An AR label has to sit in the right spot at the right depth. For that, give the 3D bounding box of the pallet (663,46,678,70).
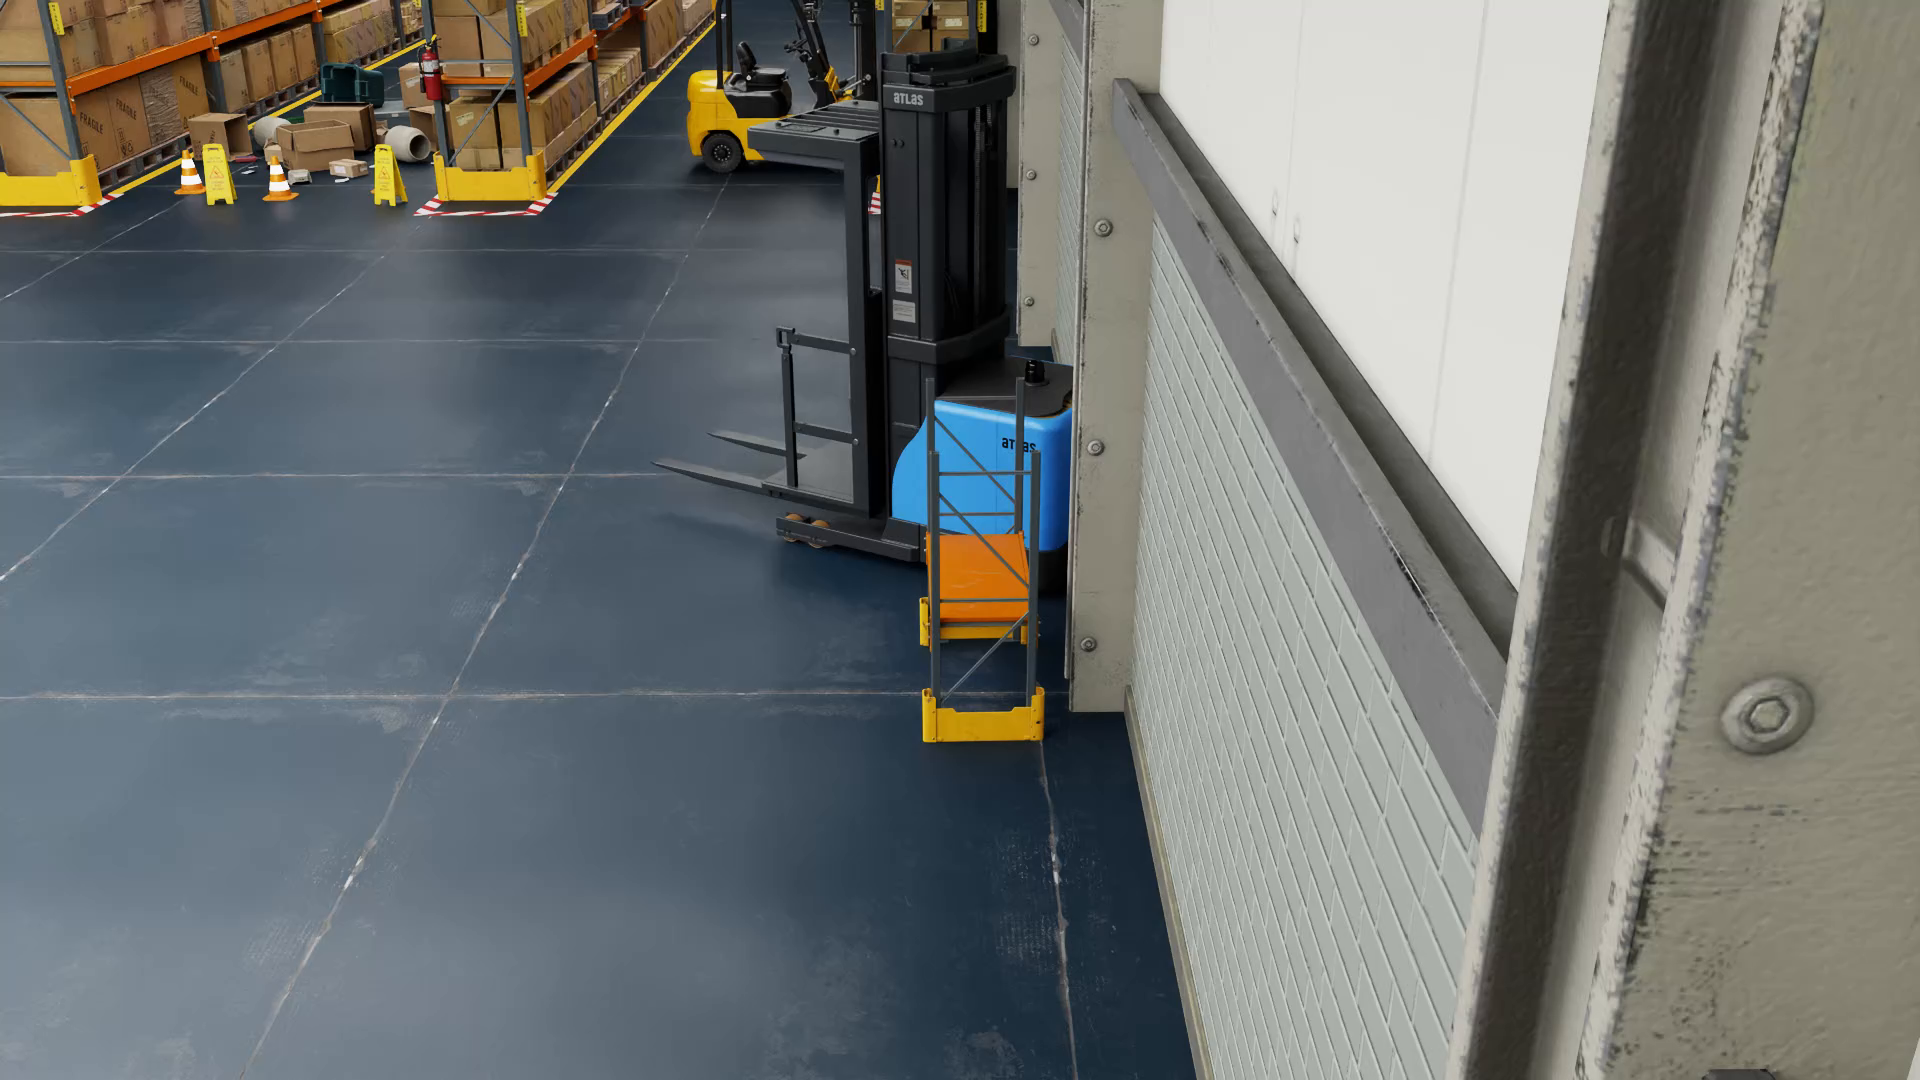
[{"bbox_3d":[-5.315,-8.070,27.838,1.003,0.211,1.213,0,24,-1],"label":"pallet"}]

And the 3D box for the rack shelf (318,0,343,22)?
[{"bbox_3d":[-10.342,-8.947,27.264,1.077,0.370,4.000,0,24,-1],"label":"rack shelf"}]

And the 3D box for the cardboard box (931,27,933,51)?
[{"bbox_3d":[-0.076,-5.707,19.107,0.500,0.500,0.500,0,24,1],"label":"cardboard box"}]

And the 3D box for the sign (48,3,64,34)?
[{"bbox_3d":[-9.678,-5.584,17.810,0.100,0.325,0.005,0,24,-1],"label":"sign"}]

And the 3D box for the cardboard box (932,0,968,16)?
[{"bbox_3d":[-0.111,-5.857,18.292,0.380,0.149,0.250,-1,24,-2],"label":"cardboard box"}]

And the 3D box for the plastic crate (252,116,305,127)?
[{"bbox_3d":[-8.965,-5.481,22.072,0.450,0.188,0.662,3,22,31],"label":"plastic crate"}]

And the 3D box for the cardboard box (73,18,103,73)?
[{"bbox_3d":[-10.310,-5.601,18.813,0.875,0.550,0.550,0,24,-1],"label":"cardboard box"}]

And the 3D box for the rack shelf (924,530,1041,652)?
[{"bbox_3d":[0.096,0.241,8.334,0.538,0.185,1.000,-1,24,-2],"label":"rack shelf"}]

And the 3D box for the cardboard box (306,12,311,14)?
[{"bbox_3d":[-10.606,-8.333,26.648,0.500,0.250,0.500,0,24,0],"label":"cardboard box"}]

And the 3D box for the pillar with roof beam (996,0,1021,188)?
[{"bbox_3d":[-3.732,-8.247,17.563,9.100,9.000,0.400,0,24,-1],"label":"pillar with roof beam"}]

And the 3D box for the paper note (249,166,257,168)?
[{"bbox_3d":[-8.633,-4.558,20.315,0.032,0.001,0.123,13,27,27],"label":"paper note"}]

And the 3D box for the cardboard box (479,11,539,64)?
[{"bbox_3d":[-5.012,-5.595,18.499,0.500,0.500,0.500,-1,24,-1],"label":"cardboard box"}]

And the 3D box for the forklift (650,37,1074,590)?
[{"bbox_3d":[-0.543,-1.461,9.924,3.031,2.935,1.130,13,27,26],"label":"forklift"}]

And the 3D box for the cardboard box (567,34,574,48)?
[{"bbox_3d":[-5.005,-6.202,20.627,0.380,0.149,0.250,-1,24,-1],"label":"cardboard box"}]

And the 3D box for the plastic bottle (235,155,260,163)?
[{"bbox_3d":[-8.834,-4.728,20.629,0.283,0.061,0.133,-9,26,-19],"label":"plastic bottle"}]

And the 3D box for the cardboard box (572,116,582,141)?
[{"bbox_3d":[-5.036,-5.133,20.786,0.500,0.250,0.500,0,24,0],"label":"cardboard box"}]

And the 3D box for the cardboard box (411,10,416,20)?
[{"bbox_3d":[-10.179,-9.593,30.409,0.380,0.149,0.250,-1,24,-3],"label":"cardboard box"}]

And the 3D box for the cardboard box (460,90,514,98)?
[{"bbox_3d":[-5.563,-5.042,19.675,0.500,0.500,0.500,1,24,1],"label":"cardboard box"}]

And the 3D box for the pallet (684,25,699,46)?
[{"bbox_3d":[-5.345,-9.206,30.348,1.003,0.211,1.213,0,24,-1],"label":"pallet"}]

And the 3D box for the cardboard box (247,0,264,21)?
[{"bbox_3d":[-10.022,-7.480,23.026,0.500,0.500,0.500,0,24,-1],"label":"cardboard box"}]

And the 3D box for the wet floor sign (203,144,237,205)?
[{"bbox_3d":[-8.253,-4.078,18.484,0.267,0.644,0.232,-4,25,-10],"label":"wet floor sign"}]

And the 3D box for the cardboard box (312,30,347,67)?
[{"bbox_3d":[-10.073,-7.795,26.369,0.500,0.500,0.500,-1,24,-3],"label":"cardboard box"}]

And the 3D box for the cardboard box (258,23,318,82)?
[{"bbox_3d":[-10.403,-7.365,25.115,1.050,0.750,0.750,-1,24,-1],"label":"cardboard box"}]

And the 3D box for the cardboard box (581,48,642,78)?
[{"bbox_3d":[-5.375,-7.275,25.375,0.950,0.372,0.625,-2,24,-4],"label":"cardboard box"}]

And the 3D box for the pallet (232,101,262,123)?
[{"bbox_3d":[-10.360,-5.849,22.926,1.003,0.211,1.213,0,24,-1],"label":"pallet"}]

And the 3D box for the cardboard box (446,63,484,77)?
[{"bbox_3d":[-5.502,-5.256,18.537,0.380,0.149,0.250,1,24,1],"label":"cardboard box"}]

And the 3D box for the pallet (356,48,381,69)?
[{"bbox_3d":[-10.338,-8.003,27.689,1.003,0.211,1.213,0,24,-1],"label":"pallet"}]

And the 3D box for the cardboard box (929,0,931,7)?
[{"bbox_3d":[-0.528,-6.177,18.998,0.380,0.149,0.250,0,24,0],"label":"cardboard box"}]

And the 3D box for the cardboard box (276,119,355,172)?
[{"bbox_3d":[-7.835,-4.793,20.236,0.797,0.503,0.637,-19,31,-36],"label":"cardboard box"}]

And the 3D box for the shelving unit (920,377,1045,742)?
[{"bbox_3d":[0.096,0.073,8.268,0.587,1.500,1.083,-1,24,-2],"label":"shelving unit"}]

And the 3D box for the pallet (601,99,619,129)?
[{"bbox_3d":[-5.338,-5.916,23.075,1.003,0.211,1.213,0,24,-1],"label":"pallet"}]

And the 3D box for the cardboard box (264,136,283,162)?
[{"bbox_3d":[-8.416,-4.856,20.665,0.396,0.266,0.258,4,25,9],"label":"cardboard box"}]

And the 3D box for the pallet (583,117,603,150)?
[{"bbox_3d":[-5.285,-5.319,21.754,1.003,0.211,1.213,0,24,-1],"label":"pallet"}]

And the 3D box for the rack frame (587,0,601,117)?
[{"bbox_3d":[-5.328,-6.866,21.791,1.000,3.000,0.127,0,24,-1],"label":"rack frame"}]

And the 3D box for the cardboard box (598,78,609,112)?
[{"bbox_3d":[-5.336,-6.076,22.724,0.950,0.372,0.625,0,24,0],"label":"cardboard box"}]

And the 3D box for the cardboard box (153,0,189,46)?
[{"bbox_3d":[-10.232,-6.492,20.782,0.875,0.550,0.550,0,24,-1],"label":"cardboard box"}]

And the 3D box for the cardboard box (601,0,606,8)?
[{"bbox_3d":[-5.012,-7.275,22.490,0.380,0.149,0.250,0,24,1],"label":"cardboard box"}]

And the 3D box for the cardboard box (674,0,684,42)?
[{"bbox_3d":[-5.328,-9.131,28.867,0.875,0.875,0.875,0,24,1],"label":"cardboard box"}]

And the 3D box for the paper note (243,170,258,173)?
[{"bbox_3d":[-8.552,-4.437,20.025,0.144,0.017,0.142,8,26,18],"label":"paper note"}]

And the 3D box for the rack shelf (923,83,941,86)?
[{"bbox_3d":[-0.343,-5.738,20.170,1.077,0.370,4.000,0,24,-1],"label":"rack shelf"}]

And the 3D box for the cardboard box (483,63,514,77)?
[{"bbox_3d":[-5.081,-5.244,18.510,0.380,0.149,0.250,0,24,0],"label":"cardboard box"}]

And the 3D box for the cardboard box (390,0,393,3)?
[{"bbox_3d":[-10.716,-9.944,30.826,0.380,0.149,0.250,-1,24,-2],"label":"cardboard box"}]

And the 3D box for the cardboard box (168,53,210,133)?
[{"bbox_3d":[-10.340,-5.766,21.427,0.875,0.875,0.875,0,24,0],"label":"cardboard box"}]

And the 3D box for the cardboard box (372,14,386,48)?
[{"bbox_3d":[-10.099,-8.636,28.228,0.500,0.500,0.500,-1,24,-2],"label":"cardboard box"}]

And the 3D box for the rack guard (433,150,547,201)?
[{"bbox_3d":[-5.285,-4.110,18.731,1.175,0.500,0.348,0,24,-1],"label":"rack guard"}]

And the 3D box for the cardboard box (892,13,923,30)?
[{"bbox_3d":[-0.605,-5.724,18.358,0.380,0.149,0.250,0,24,0],"label":"cardboard box"}]

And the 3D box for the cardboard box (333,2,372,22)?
[{"bbox_3d":[-10.091,-8.757,27.586,0.500,0.250,0.500,-1,24,-3],"label":"cardboard box"}]

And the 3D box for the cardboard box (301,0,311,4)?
[{"bbox_3d":[-10.047,-8.311,24.866,0.500,0.500,0.500,0,24,-1],"label":"cardboard box"}]

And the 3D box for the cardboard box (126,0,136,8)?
[{"bbox_3d":[-10.303,-6.543,19.583,0.875,0.550,0.500,0,24,-1],"label":"cardboard box"}]

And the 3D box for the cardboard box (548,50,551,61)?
[{"bbox_3d":[-5.013,-5.669,19.449,0.380,0.149,0.250,0,24,1],"label":"cardboard box"}]

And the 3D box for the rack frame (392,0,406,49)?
[{"bbox_3d":[-10.364,-10.098,28.938,1.000,3.000,0.127,0,24,-1],"label":"rack frame"}]

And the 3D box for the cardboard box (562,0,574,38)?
[{"bbox_3d":[-5.052,-6.439,20.365,0.500,0.500,0.500,0,24,1],"label":"cardboard box"}]

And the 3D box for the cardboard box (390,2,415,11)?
[{"bbox_3d":[-10.182,-9.730,30.351,0.380,0.149,0.250,-1,24,-2],"label":"cardboard box"}]

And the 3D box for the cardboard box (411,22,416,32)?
[{"bbox_3d":[-10.049,-9.252,30.016,0.380,0.149,0.250,0,24,1],"label":"cardboard box"}]

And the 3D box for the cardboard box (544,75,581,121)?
[{"bbox_3d":[-5.039,-5.484,20.652,0.500,0.500,0.500,1,24,2],"label":"cardboard box"}]

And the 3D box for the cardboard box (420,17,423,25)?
[{"bbox_3d":[-10.101,-9.677,30.956,0.380,0.149,0.250,-1,24,-2],"label":"cardboard box"}]

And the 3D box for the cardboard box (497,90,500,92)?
[{"bbox_3d":[-5.624,-5.377,19.628,0.380,0.149,0.250,0,24,0],"label":"cardboard box"}]

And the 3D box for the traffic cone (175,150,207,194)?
[{"bbox_3d":[-8.819,-4.223,19.026,0.336,0.463,0.334,0,24,-1],"label":"traffic cone"}]

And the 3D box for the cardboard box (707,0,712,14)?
[{"bbox_3d":[-5.352,-10.563,32.565,0.875,0.438,0.875,-1,24,-2],"label":"cardboard box"}]
